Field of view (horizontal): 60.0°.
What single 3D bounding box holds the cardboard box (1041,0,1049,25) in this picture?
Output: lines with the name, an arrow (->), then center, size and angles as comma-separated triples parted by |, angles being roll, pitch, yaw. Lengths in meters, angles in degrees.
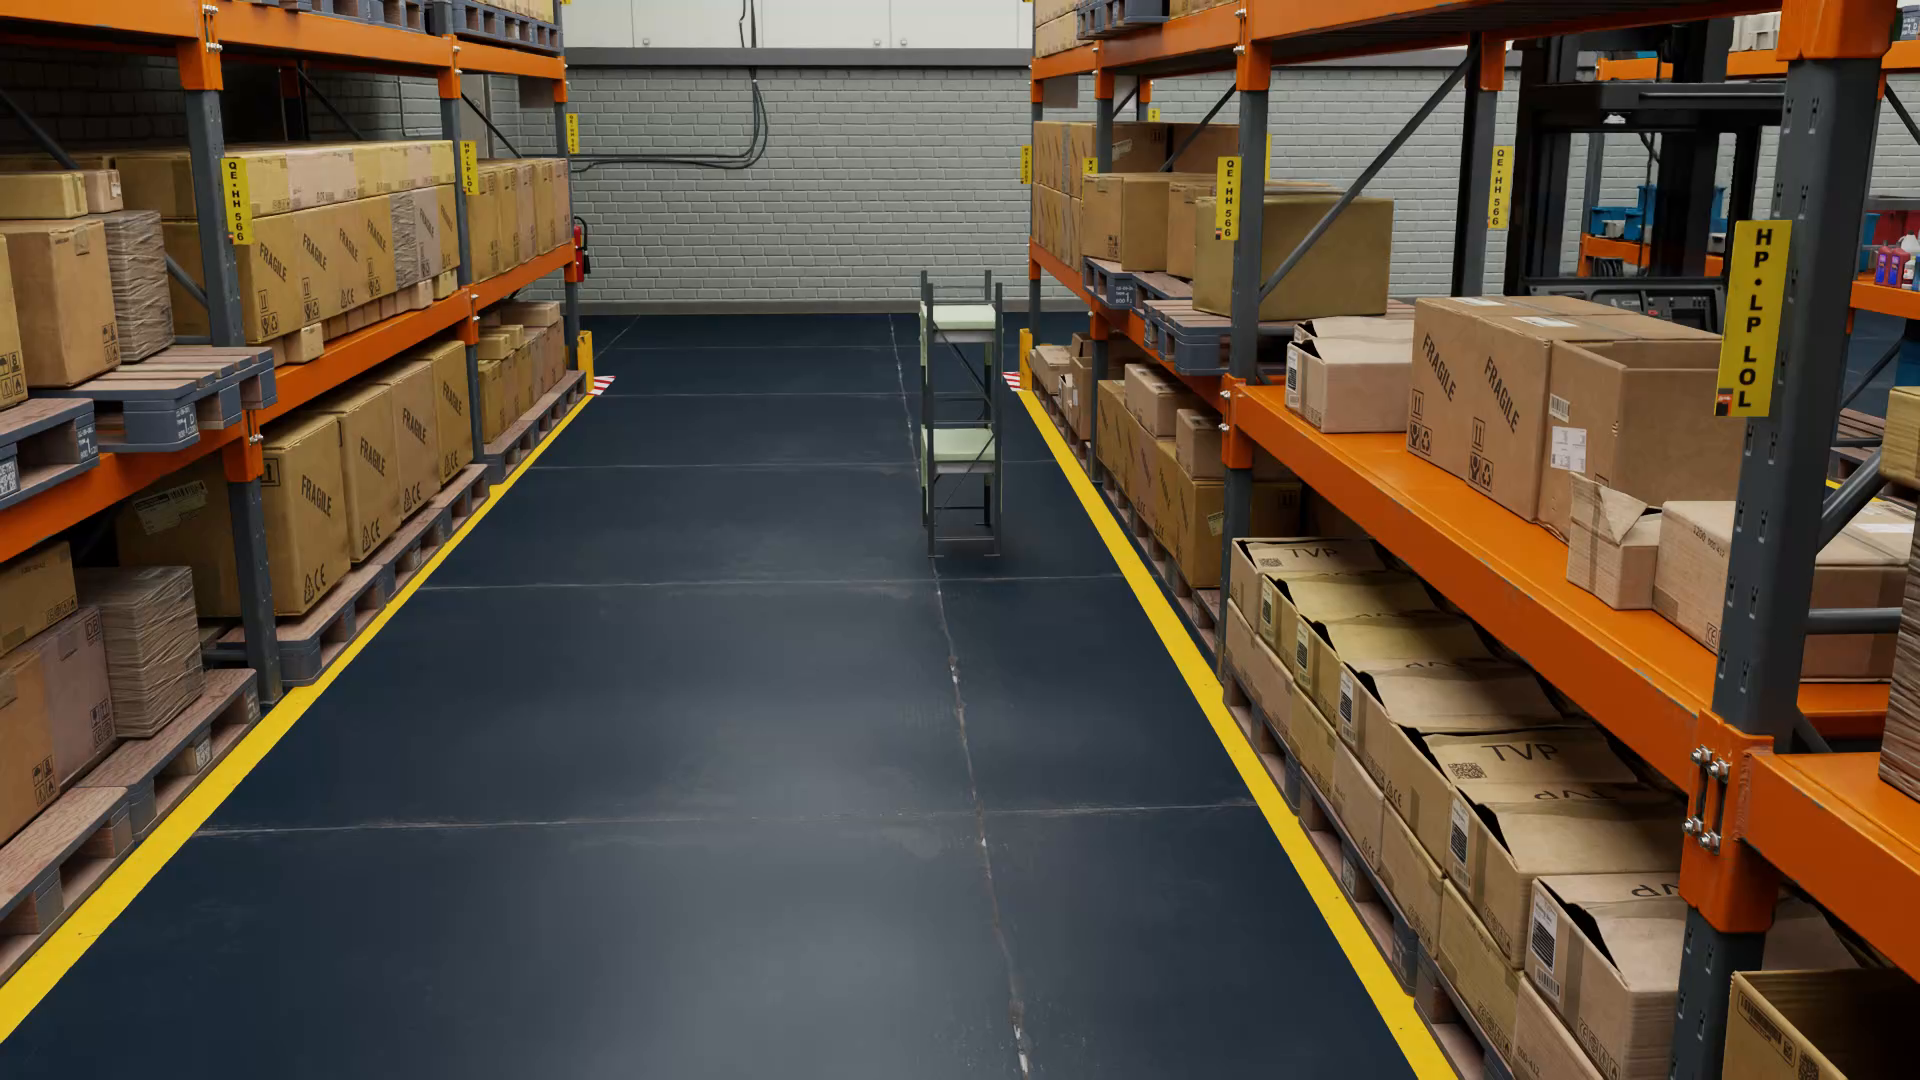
cardboard box -> 0.914, -4.205, 13.126 | 0.500, 0.250, 0.500 | -1, 14, -3

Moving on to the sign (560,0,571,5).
sign -> -3.283, -4.609, 13.784 | 0.100, 0.325, 0.005 | -1, 14, -3

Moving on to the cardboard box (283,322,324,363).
cardboard box -> -3.058, -0.875, 7.373 | 0.380, 0.149, 0.250 | 0, 14, -2

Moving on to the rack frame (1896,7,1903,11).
rack frame -> 6.310, -4.825, 10.219 | 1.000, 3.000, 0.127 | -1, 14, -3

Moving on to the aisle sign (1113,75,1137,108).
aisle sign -> 1.420, -4.119, 14.300 | 0.394, 0.787, 0.004 | -1, 14, -3

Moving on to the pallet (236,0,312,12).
pallet -> -3.423, -2.292, 6.775 | 1.213, 0.211, 1.003 | 0, 14, -1

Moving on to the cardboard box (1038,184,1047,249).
cardboard box -> 0.920, -2.645, 13.584 | 0.500, 0.500, 0.500 | -1, 14, -4

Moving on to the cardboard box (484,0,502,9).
cardboard box -> -3.375, -3.701, 11.130 | 0.500, 0.250, 0.500 | -1, 14, -5

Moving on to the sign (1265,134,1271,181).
sign -> 1.920, -2.414, 10.566 | 0.100, 0.325, 0.005 | -1, 14, -3

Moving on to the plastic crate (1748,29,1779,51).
plastic crate -> 5.851, -3.555, 11.833 | 0.293, 0.136, 0.466 | -1, 14, -3

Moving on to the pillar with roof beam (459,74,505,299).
pillar with roof beam -> -0.560, -6.391, 16.308 | 9.100, 9.000, 0.400 | -1, 14, -3

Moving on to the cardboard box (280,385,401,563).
cardboard box -> -3.293, -0.337, 8.288 | 0.750, 0.750, 0.750 | -1, 14, -4

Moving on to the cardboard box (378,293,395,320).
cardboard box -> -3.239, -1.258, 8.861 | 0.380, 0.149, 0.250 | -1, 14, -5

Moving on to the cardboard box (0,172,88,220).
cardboard box -> -3.244, -1.182, 5.716 | 0.380, 0.149, 0.250 | -3, 15, -13

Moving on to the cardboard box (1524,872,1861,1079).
cardboard box -> 1.551, 0.906, 3.535 | 0.500, 0.311, 0.500 | -1, 14, -3

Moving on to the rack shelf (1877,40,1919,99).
rack shelf -> 6.434, -2.526, 8.750 | 1.077, 0.370, 4.000 | -1, 14, -3

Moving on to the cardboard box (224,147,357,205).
cardboard box -> -3.170, -1.712, 7.818 | 0.500, 0.250, 0.500 | -1, 14, -3

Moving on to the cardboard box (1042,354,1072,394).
cardboard box -> 0.931, -1.332, 13.318 | 0.500, 0.250, 0.500 | -1, 14, -3

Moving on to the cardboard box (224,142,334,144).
cardboard box -> -3.770, -2.083, 9.262 | 0.500, 0.250, 0.500 | -1, 14, -3

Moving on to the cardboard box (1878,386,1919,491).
cardboard box -> 1.685, -0.147, 2.576 | 0.380, 0.149, 0.250 | -1, 14, -4

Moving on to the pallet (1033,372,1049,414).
pallet -> 1.173, -1.271, 14.043 | 1.003, 0.211, 1.213 | -1, 14, -3

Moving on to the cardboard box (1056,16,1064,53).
cardboard box -> 0.984, -3.714, 12.223 | 0.500, 0.250, 0.500 | -1, 14, -3

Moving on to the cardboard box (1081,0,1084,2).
cardboard box -> 1.065, -3.583, 10.710 | 0.500, 0.250, 0.500 | -1, 14, -3

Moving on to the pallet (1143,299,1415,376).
pallet -> 1.502, -0.924, 7.482 | 1.213, 0.211, 1.003 | -1, 14, -3

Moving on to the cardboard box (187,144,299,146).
cardboard box -> -3.734, -1.959, 8.777 | 0.500, 0.250, 0.500 | -1, 14, -5

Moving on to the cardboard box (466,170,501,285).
cardboard box -> -3.595, -2.047, 10.860 | 0.980, 0.700, 0.700 | -1, 14, -3

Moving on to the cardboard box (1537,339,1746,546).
cardboard box -> 1.798, -0.225, 4.181 | 0.500, 0.500, 0.500 | 0, 14, 1

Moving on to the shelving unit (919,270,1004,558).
shelving unit -> 0.000, -0.725, 9.333 | 0.431, 1.500, 0.755 | -1, 14, -3

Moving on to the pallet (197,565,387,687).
pallet -> -3.304, 0.381, 7.620 | 1.003, 0.211, 1.213 | -1, 14, -3

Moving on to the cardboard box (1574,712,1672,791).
cardboard box -> 2.026, 0.642, 4.560 | 0.500, 0.311, 0.500 | -1, 14, -5

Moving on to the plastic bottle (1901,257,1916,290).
plastic bottle -> 5.941, -1.664, 10.372 | 0.097, 0.201, 0.097 | 0, 14, 0

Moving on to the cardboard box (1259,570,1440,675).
cardboard box -> 1.394, 0.273, 5.996 | 0.500, 0.311, 0.500 | -1, 14, -5

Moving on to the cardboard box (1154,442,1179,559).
cardboard box -> 1.290, -0.209, 8.454 | 0.500, 0.500, 0.500 | -1, 14, -5

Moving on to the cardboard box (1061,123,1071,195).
cardboard box -> 1.011, -2.751, 11.992 | 0.500, 0.500, 0.500 | -1, 14, -3

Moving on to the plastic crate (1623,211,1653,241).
plastic crate -> 5.790, -2.632, 13.952 | 0.416, 0.233, 0.300 | -1, 14, -3

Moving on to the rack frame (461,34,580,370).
rack frame -> -3.826, -2.761, 14.239 | 1.000, 3.000, 0.127 | -1, 14, -3

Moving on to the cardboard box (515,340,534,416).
cardboard box -> -3.579, -1.200, 12.343 | 0.700, 0.500, 0.500 | -1, 14, -2

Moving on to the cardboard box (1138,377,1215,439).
cardboard box -> 1.246, -0.712, 8.903 | 0.500, 0.250, 0.500 | -1, 14, -4

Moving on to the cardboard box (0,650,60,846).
cardboard box -> -3.258, 0.657, 5.087 | 0.700, 0.500, 0.500 | -1, 14, -4

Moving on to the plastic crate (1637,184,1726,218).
plastic crate -> 6.269, -2.880, 14.509 | 0.616, 0.435, 0.499 | -1, 14, -3

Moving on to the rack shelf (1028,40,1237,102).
rack shelf -> 1.242, -3.446, 12.322 | 1.077, 0.370, 4.000 | -1, 14, -3

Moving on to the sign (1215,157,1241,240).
sign -> 1.073, -1.361, 6.631 | 0.100, 0.325, 0.005 | -1, 14, -3

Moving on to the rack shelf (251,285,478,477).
rack shelf -> -3.454, -0.921, 8.529 | 1.077, 0.370, 4.000 | -1, 14, -3

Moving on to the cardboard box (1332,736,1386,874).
cardboard box -> 1.455, 0.796, 5.090 | 0.500, 0.250, 0.500 | -1, 14, -2

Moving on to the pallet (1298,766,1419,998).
pallet -> 1.698, 1.009, 5.180 | 1.003, 0.211, 1.213 | -1, 14, -3

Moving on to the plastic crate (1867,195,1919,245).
plastic crate -> 6.505, -2.205, 11.830 | 0.402, 0.464, 0.583 | -1, 14, -3

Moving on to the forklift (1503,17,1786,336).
forklift -> 3.143, -1.017, 7.596 | 1.130, 2.935, 3.031 | -1, 14, -3

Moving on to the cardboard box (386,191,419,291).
cardboard box -> -3.234, -1.606, 8.911 | 0.500, 0.500, 0.500 | -1, 14, -3

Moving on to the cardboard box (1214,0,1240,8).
cardboard box -> 1.553, -2.458, 6.840 | 0.910, 0.500, 0.500 | -1, 14, -3

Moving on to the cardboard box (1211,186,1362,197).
cardboard box -> 1.596, -1.486, 8.240 | 0.700, 0.500, 0.500 | 2, 15, 7

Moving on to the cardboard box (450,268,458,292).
cardboard box -> -3.274, -1.575, 10.092 | 0.380, 0.149, 0.250 | -1, 14, -3

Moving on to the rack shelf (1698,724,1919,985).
rack shelf -> 1.986, 0.991, 1.097 | 1.077, 0.370, 4.000 | -1, 14, -3

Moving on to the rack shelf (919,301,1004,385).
rack shelf -> 0.000, -1.103, 9.236 | 0.431, 0.370, 0.720 | -1, 14, -3

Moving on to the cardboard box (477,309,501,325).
cardboard box -> -3.843, -1.736, 13.124 | 0.380, 0.149, 0.250 | -1, 14, -3

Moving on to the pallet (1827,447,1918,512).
pallet -> 6.316, -0.377, 10.566 | 1.003, 0.211, 1.213 | -1, 14, -3

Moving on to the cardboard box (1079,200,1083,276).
cardboard box -> 1.079, -2.013, 11.129 | 0.500, 0.500, 0.500 | -1, 14, -3

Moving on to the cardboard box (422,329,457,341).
cardboard box -> -3.763, -1.419, 11.892 | 0.380, 0.149, 0.250 | -1, 14, -5

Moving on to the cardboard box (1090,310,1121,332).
cardboard box -> 1.398, -1.710, 14.286 | 0.500, 0.500, 0.500 | -1, 14, -3
